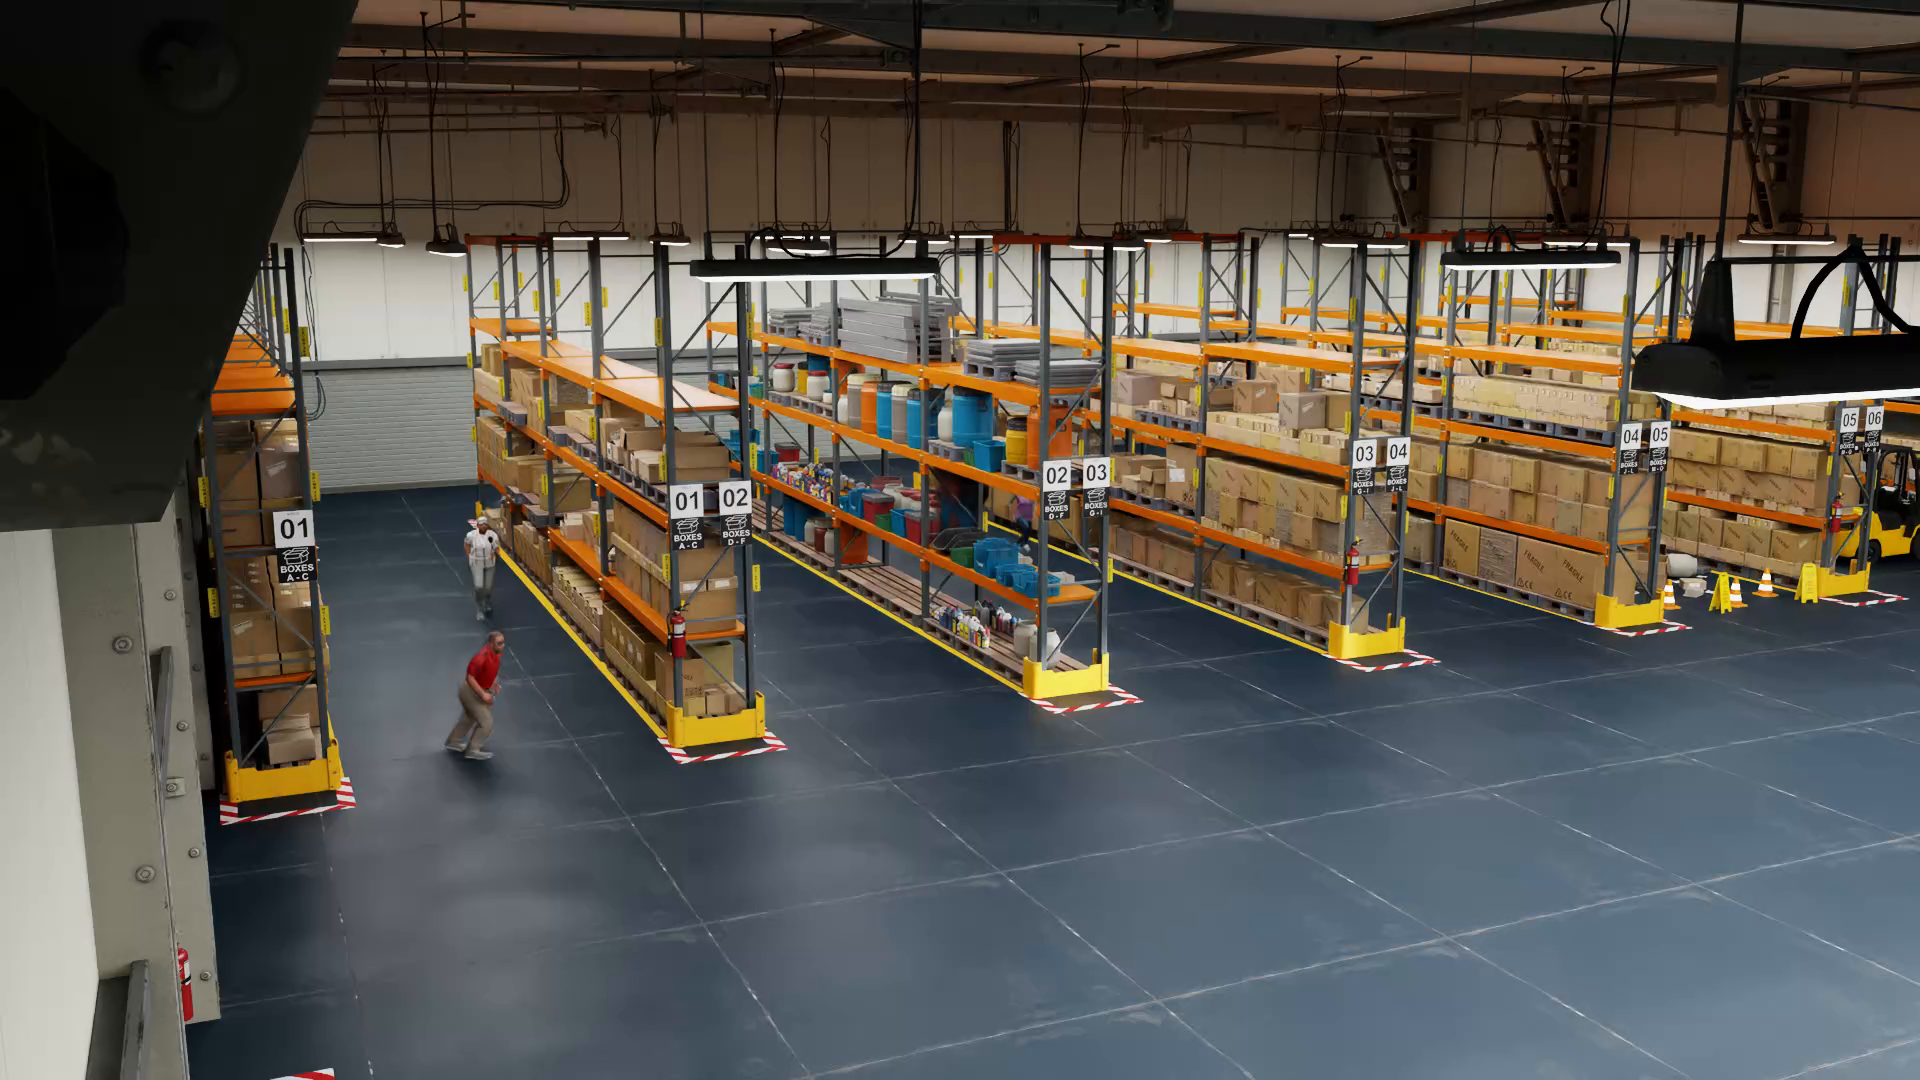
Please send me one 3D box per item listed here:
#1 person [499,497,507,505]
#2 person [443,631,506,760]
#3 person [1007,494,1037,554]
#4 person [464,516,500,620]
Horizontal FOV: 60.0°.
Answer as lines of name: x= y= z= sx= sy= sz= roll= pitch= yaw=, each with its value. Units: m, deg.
person: x=-9.528 y=-1.387 z=35.772 sx=0.795 sy=1.782 sz=0.696 roll=-4 pitch=12 yaw=-19
person: x=-5.744 y=1.822 z=19.642 sx=0.845 sy=1.580 sz=0.716 roll=-1 pitch=11 yaw=-7
person: x=1.174 y=-0.418 z=30.886 sx=0.548 sy=1.500 sz=0.869 roll=-4 pitch=12 yaw=-20
person: x=-7.634 y=0.434 z=26.653 sx=0.525 sy=1.683 sz=0.784 roll=-5 pitch=12 yaw=-25
